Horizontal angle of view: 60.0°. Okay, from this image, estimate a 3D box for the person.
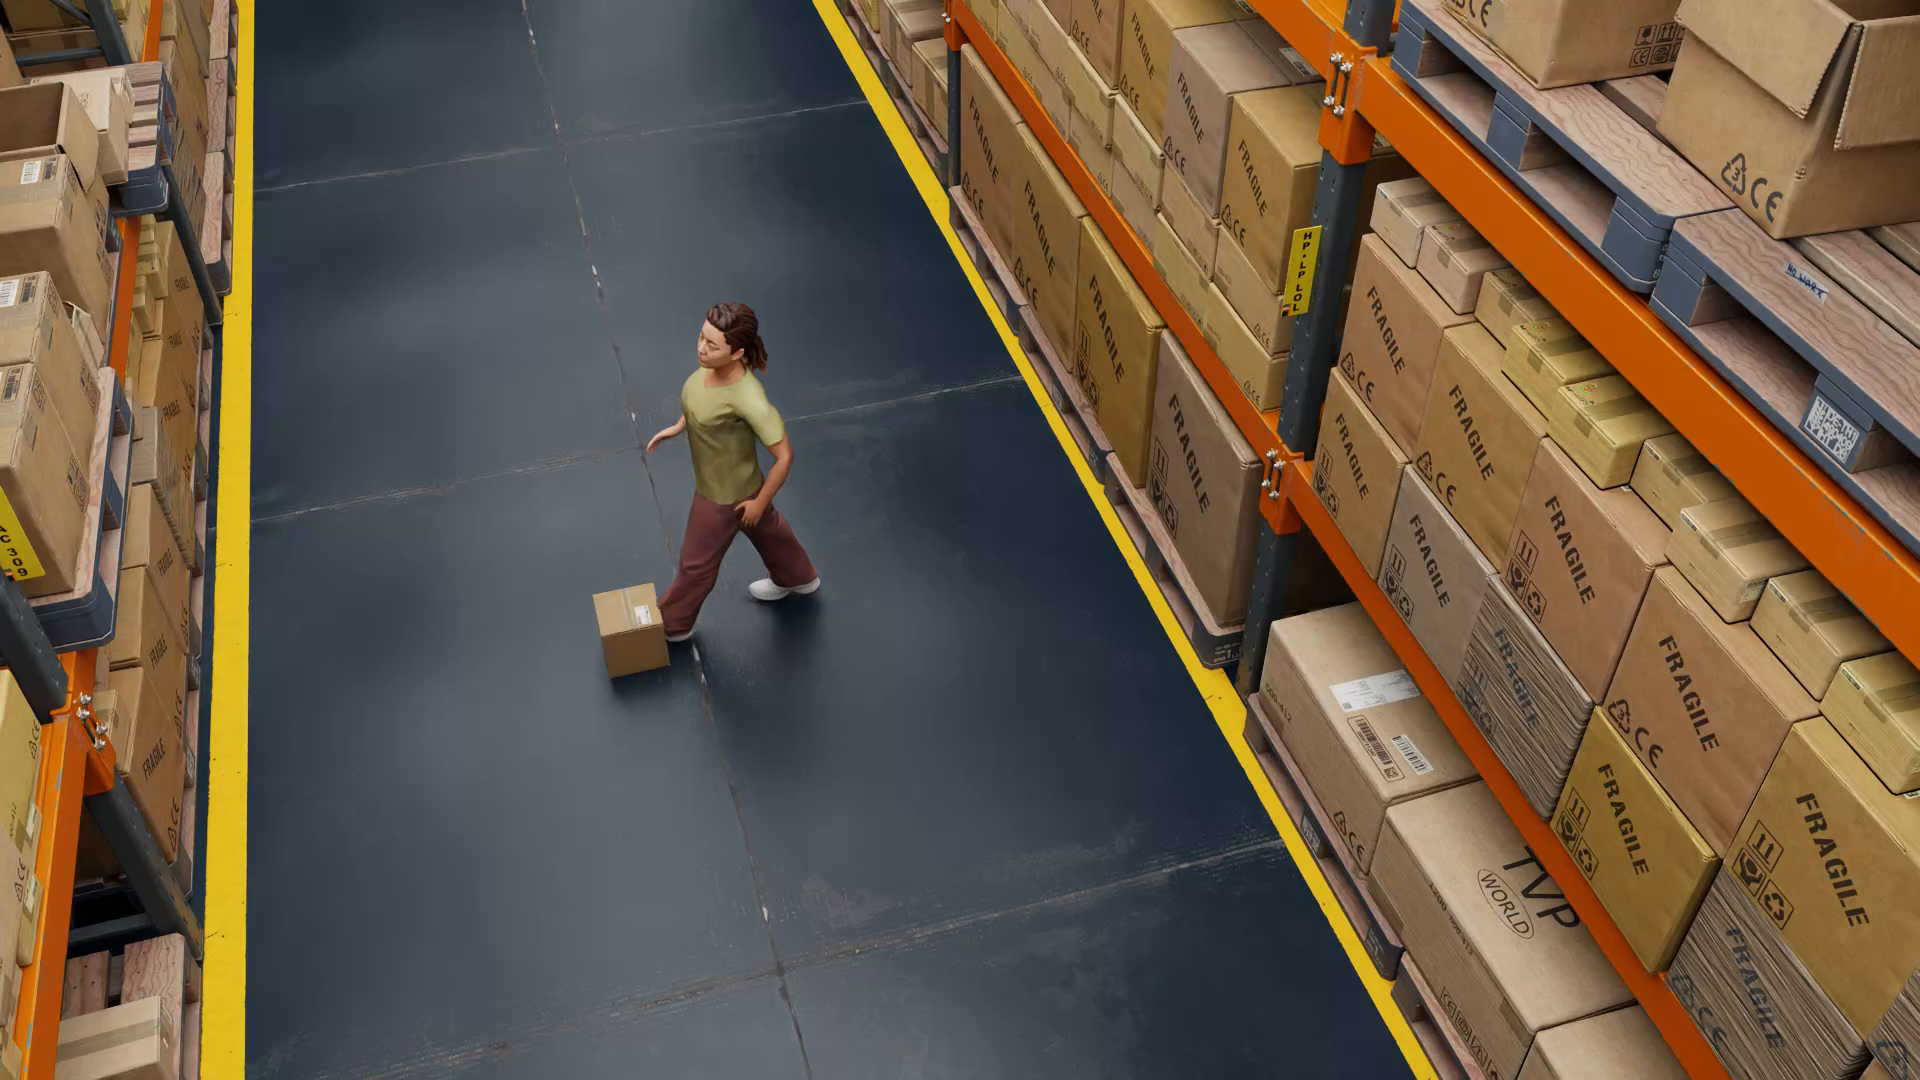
[{"bbox_3d":[-0.992,-0.227,6.411,0.868,1.645,0.551,-8,43,-8],"label":"person"}]
